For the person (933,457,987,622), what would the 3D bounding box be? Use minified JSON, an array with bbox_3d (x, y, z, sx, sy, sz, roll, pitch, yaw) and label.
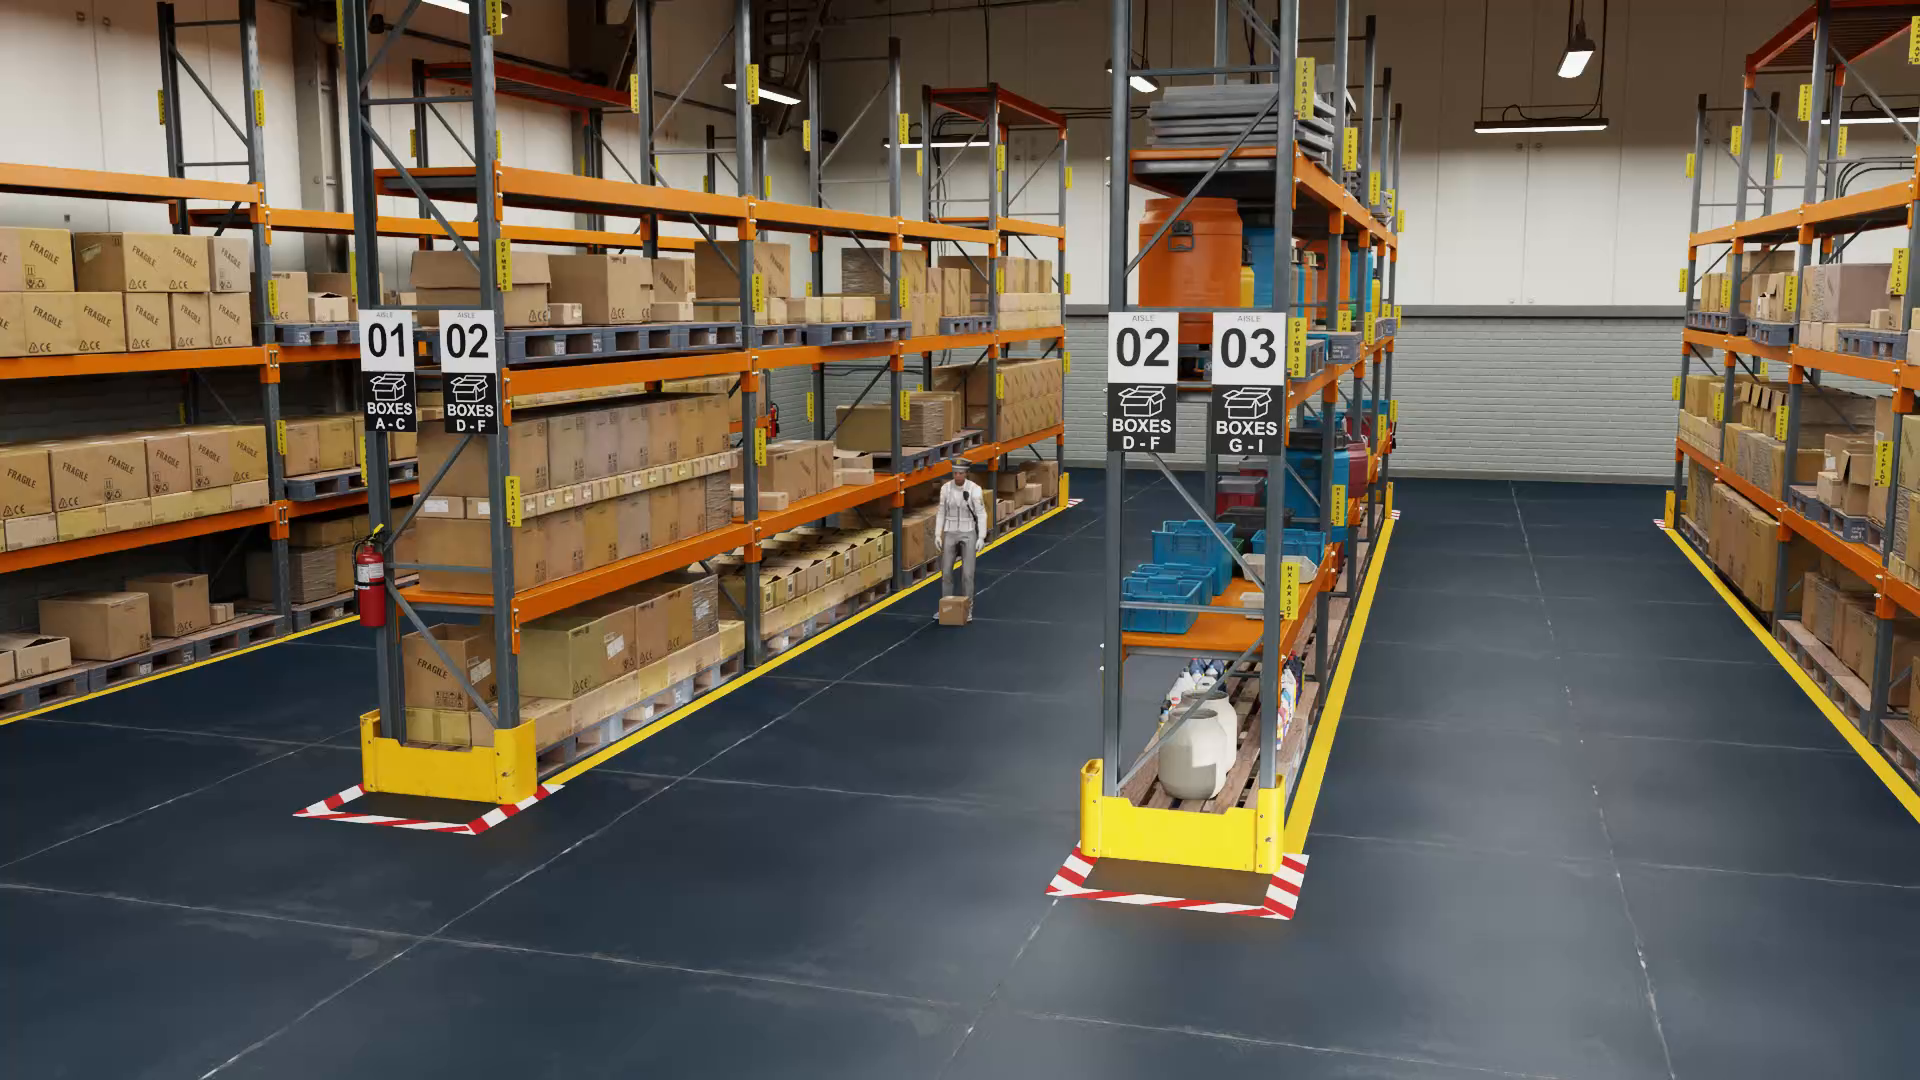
[{"bbox_3d":[0.001,-0.016,16.930,0.538,1.663,0.405,2,9,15],"label":"person"}]
